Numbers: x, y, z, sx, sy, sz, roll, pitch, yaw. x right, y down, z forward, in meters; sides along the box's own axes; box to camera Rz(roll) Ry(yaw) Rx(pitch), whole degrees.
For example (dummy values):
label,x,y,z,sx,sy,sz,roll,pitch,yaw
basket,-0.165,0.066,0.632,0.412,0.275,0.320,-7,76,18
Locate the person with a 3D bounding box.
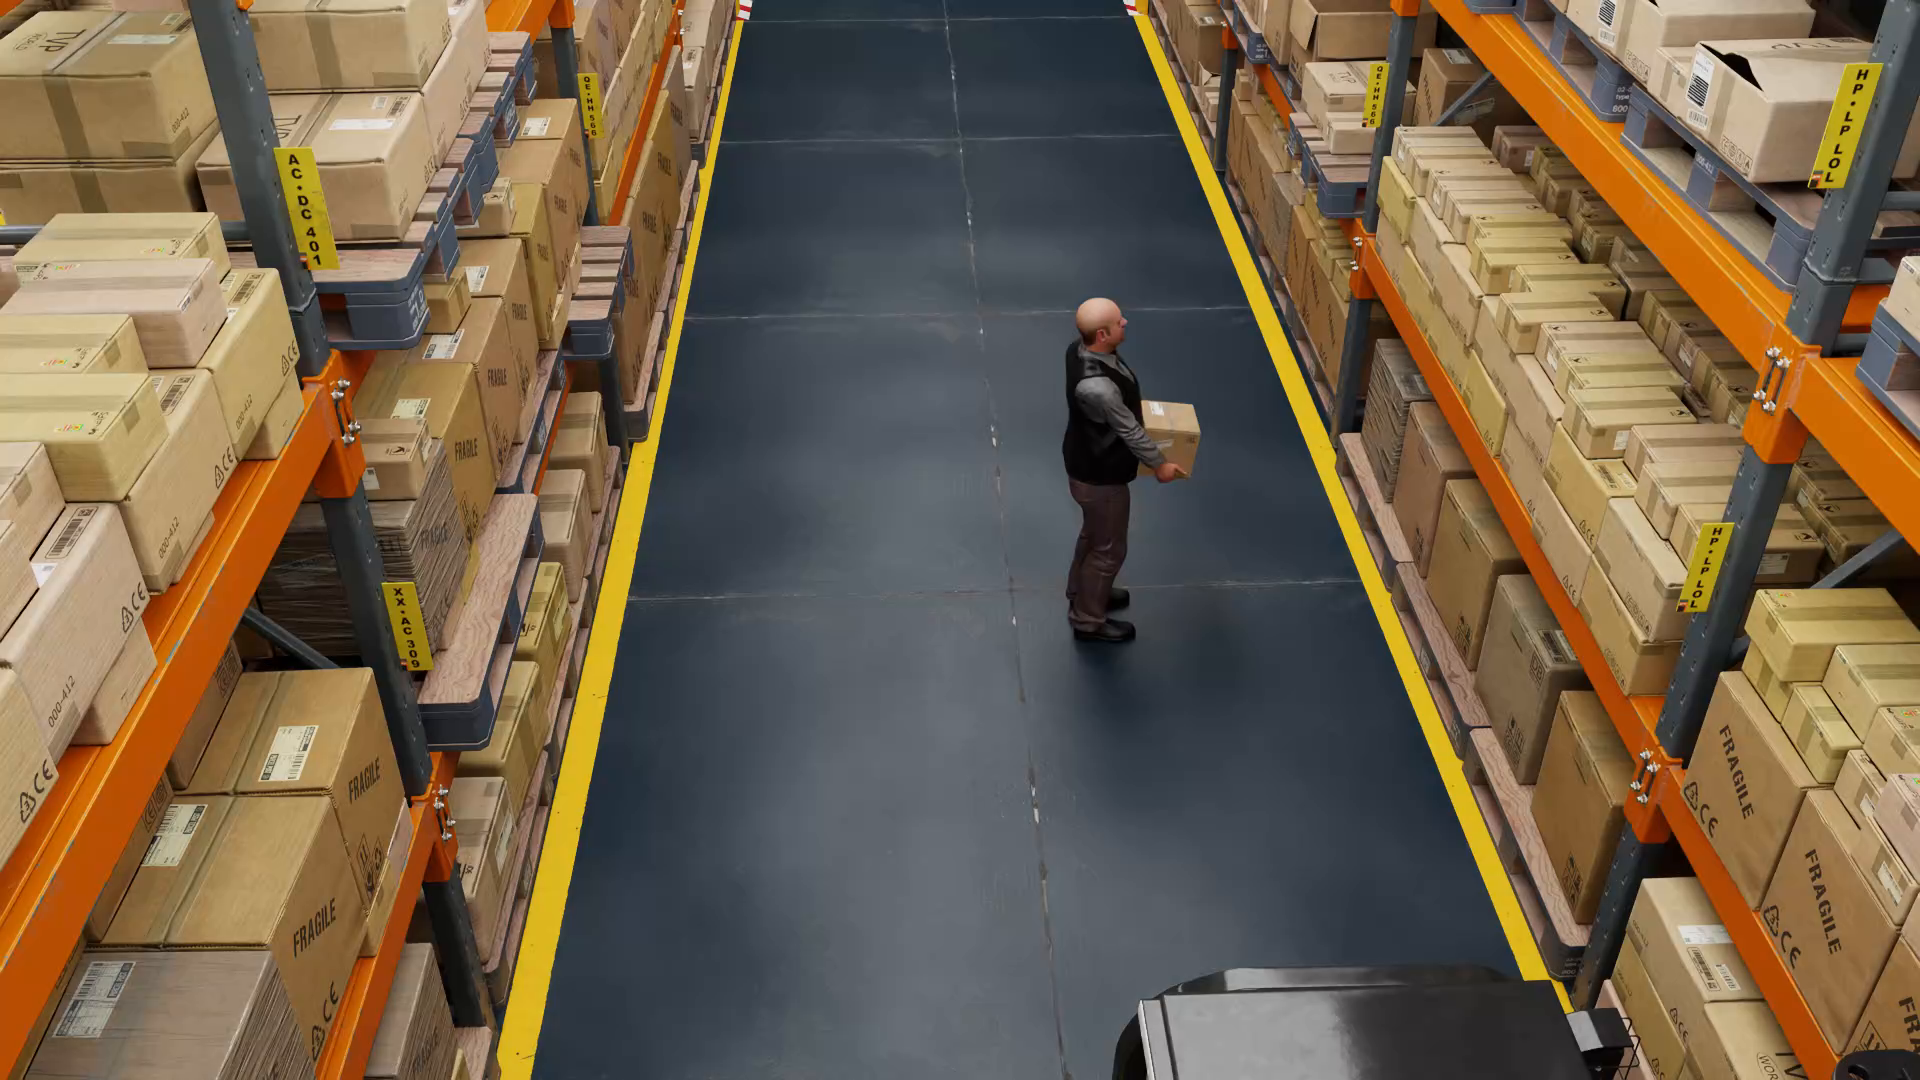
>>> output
label,x,y,z,sx,sy,sz,roll,pitch,yaw
person,0.742,-0.298,7.670,0.548,1.633,0.494,-1,35,-1
